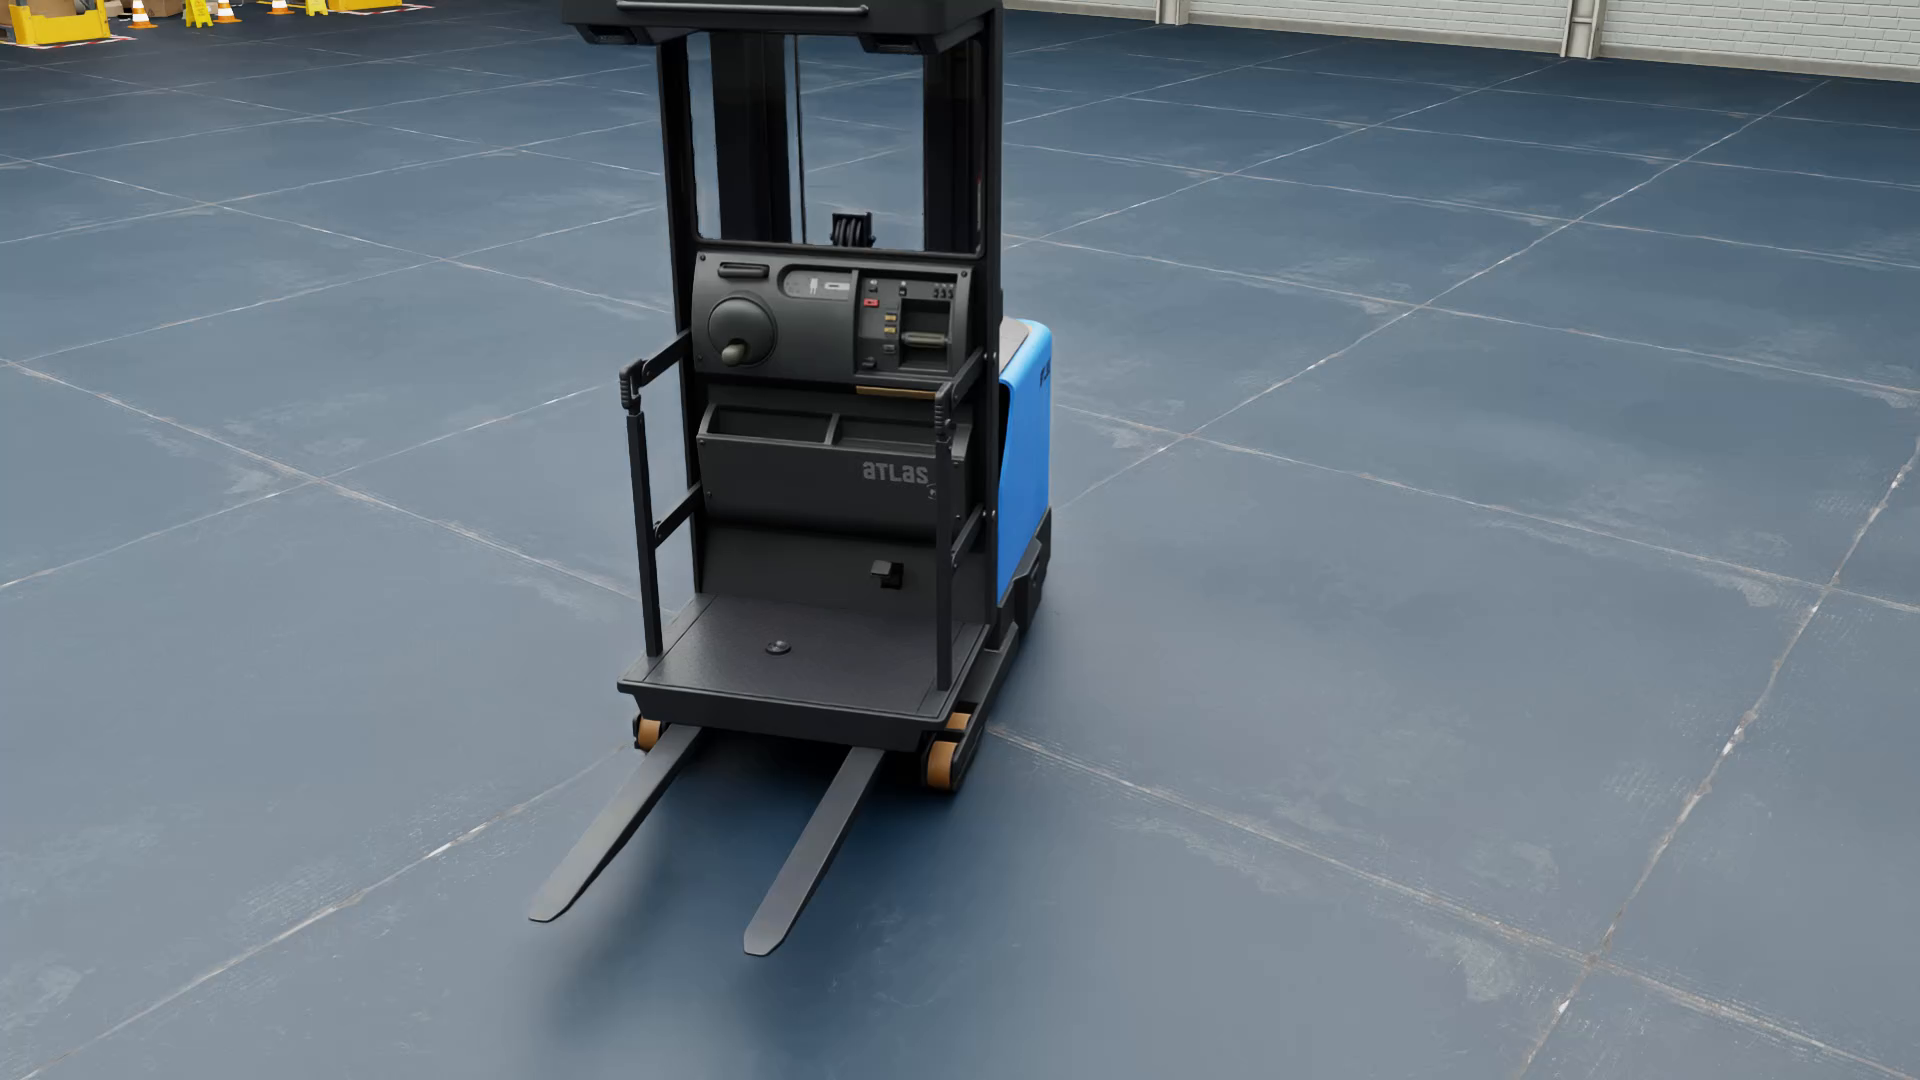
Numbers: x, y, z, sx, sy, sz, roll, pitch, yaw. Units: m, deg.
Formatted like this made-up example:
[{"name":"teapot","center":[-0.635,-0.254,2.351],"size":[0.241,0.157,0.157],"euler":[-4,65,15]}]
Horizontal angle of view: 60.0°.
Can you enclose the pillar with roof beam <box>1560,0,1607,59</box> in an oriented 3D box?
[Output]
[{"name":"pillar with roof beam","center":[5.359,-8.927,16.350],"size":[0.400,9.000,9.100],"euler":[17,29,33]}]

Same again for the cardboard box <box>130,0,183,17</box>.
[{"name":"cardboard box","center":[-12.344,-8.327,25.526],"size":[0.637,0.503,0.797],"euler":[-1,24,-3]}]

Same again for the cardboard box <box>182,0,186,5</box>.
[{"name":"cardboard box","center":[-12.580,-8.988,27.027],"size":[0.500,0.500,0.500],"euler":[-5,24,-12]}]

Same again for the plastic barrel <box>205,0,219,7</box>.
[{"name":"plastic barrel","center":[-11.981,-8.694,26.457],"size":[0.512,0.421,0.421],"euler":[-5,24,-12]}]

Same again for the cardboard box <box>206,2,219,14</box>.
[{"name":"cardboard box","center":[-11.680,-8.222,25.727],"size":[0.380,0.149,0.250],"euler":[-10,26,-21]}]

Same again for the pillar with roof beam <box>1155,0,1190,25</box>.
[{"name":"pillar with roof beam","center":[0.558,-10.378,19.643],"size":[0.400,9.000,9.100],"euler":[17,29,33]}]

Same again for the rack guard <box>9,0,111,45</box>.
[{"name":"rack guard","center":[-12.289,-7.091,22.723],"size":[0.348,0.500,1.175],"euler":[17,29,33]}]

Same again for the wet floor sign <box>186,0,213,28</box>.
[{"name":"wet floor sign","center":[-11.097,-7.795,24.141],"size":[0.232,0.644,0.267],"euler":[12,26,24]}]

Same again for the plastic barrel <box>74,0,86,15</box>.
[{"name":"plastic barrel","center":[-13.681,-8.249,25.448],"size":[0.512,0.421,0.421],"euler":[-5,24,-12]}]

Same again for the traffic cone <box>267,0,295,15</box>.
[{"name":"traffic cone","center":[-10.538,-8.389,25.715],"size":[0.334,0.463,0.336],"euler":[17,29,33]}]

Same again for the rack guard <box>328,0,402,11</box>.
[{"name":"rack guard","center":[-9.481,-8.736,26.458],"size":[0.348,0.500,1.175],"euler":[17,29,33]}]

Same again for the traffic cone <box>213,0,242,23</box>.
[{"name":"traffic cone","center":[-10.932,-7.948,24.716],"size":[0.334,0.463,0.336],"euler":[17,29,33]}]

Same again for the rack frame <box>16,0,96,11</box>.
[{"name":"rack frame","center":[-12.308,-8.240,22.232],"size":[0.127,3.000,1.000],"euler":[17,29,33]}]

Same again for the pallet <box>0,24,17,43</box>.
[{"name":"pallet","center":[-12.995,-7.132,23.176],"size":[1.213,0.211,1.003],"euler":[17,29,33]}]

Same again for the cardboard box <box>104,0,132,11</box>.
[{"name":"cardboard box","center":[-13.097,-8.613,26.006],"size":[0.503,0.637,0.797],"euler":[17,29,33]}]

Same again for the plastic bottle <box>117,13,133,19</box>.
[{"name":"plastic bottle","center":[-12.659,-7.940,25.195],"size":[0.283,0.061,0.133],"euler":[7,25,15]}]

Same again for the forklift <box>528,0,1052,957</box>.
[{"name":"forklift","center":[-0.469,-0.694,5.189],"size":[1.130,2.935,3.031],"euler":[6,24,12]}]

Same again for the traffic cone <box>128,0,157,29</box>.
[{"name":"traffic cone","center":[-11.881,-7.666,24.075],"size":[0.334,0.463,0.336],"euler":[17,29,33]}]

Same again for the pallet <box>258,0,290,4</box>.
[{"name":"pallet","center":[-11.082,-9.107,27.658],"size":[1.213,0.211,1.003],"euler":[17,29,33]}]

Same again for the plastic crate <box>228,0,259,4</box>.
[{"name":"plastic crate","center":[-11.856,-8.849,27.234],"size":[0.583,0.080,0.402],"euler":[7,25,15]}]

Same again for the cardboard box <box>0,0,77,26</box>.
[{"name":"cardboard box","center":[-12.890,-7.603,22.900],"size":[0.875,0.875,0.875],"euler":[17,29,34]}]

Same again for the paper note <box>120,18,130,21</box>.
[{"name":"paper note","center":[-12.511,-7.798,24.912],"size":[0.144,0.017,0.142],"euler":[-15,28,-30]}]

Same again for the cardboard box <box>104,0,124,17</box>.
[{"name":"cardboard box","center":[-13.029,-8.135,25.384],"size":[0.396,0.266,0.258],"euler":[-21,31,-39]}]

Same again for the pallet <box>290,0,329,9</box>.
[{"name":"pallet","center":[-10.110,-8.812,26.988],"size":[1.213,0.211,1.003],"euler":[17,29,33]}]

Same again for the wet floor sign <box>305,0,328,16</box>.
[{"name":"wet floor sign","center":[-9.910,-8.393,25.499],"size":[0.267,0.644,0.232],"euler":[-15,28,-30]}]

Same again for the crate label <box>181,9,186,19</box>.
[{"name":"crate label","center":[-11.598,-7.969,25.168],"size":[0.298,0.136,0.250],"euler":[3,24,6]}]
